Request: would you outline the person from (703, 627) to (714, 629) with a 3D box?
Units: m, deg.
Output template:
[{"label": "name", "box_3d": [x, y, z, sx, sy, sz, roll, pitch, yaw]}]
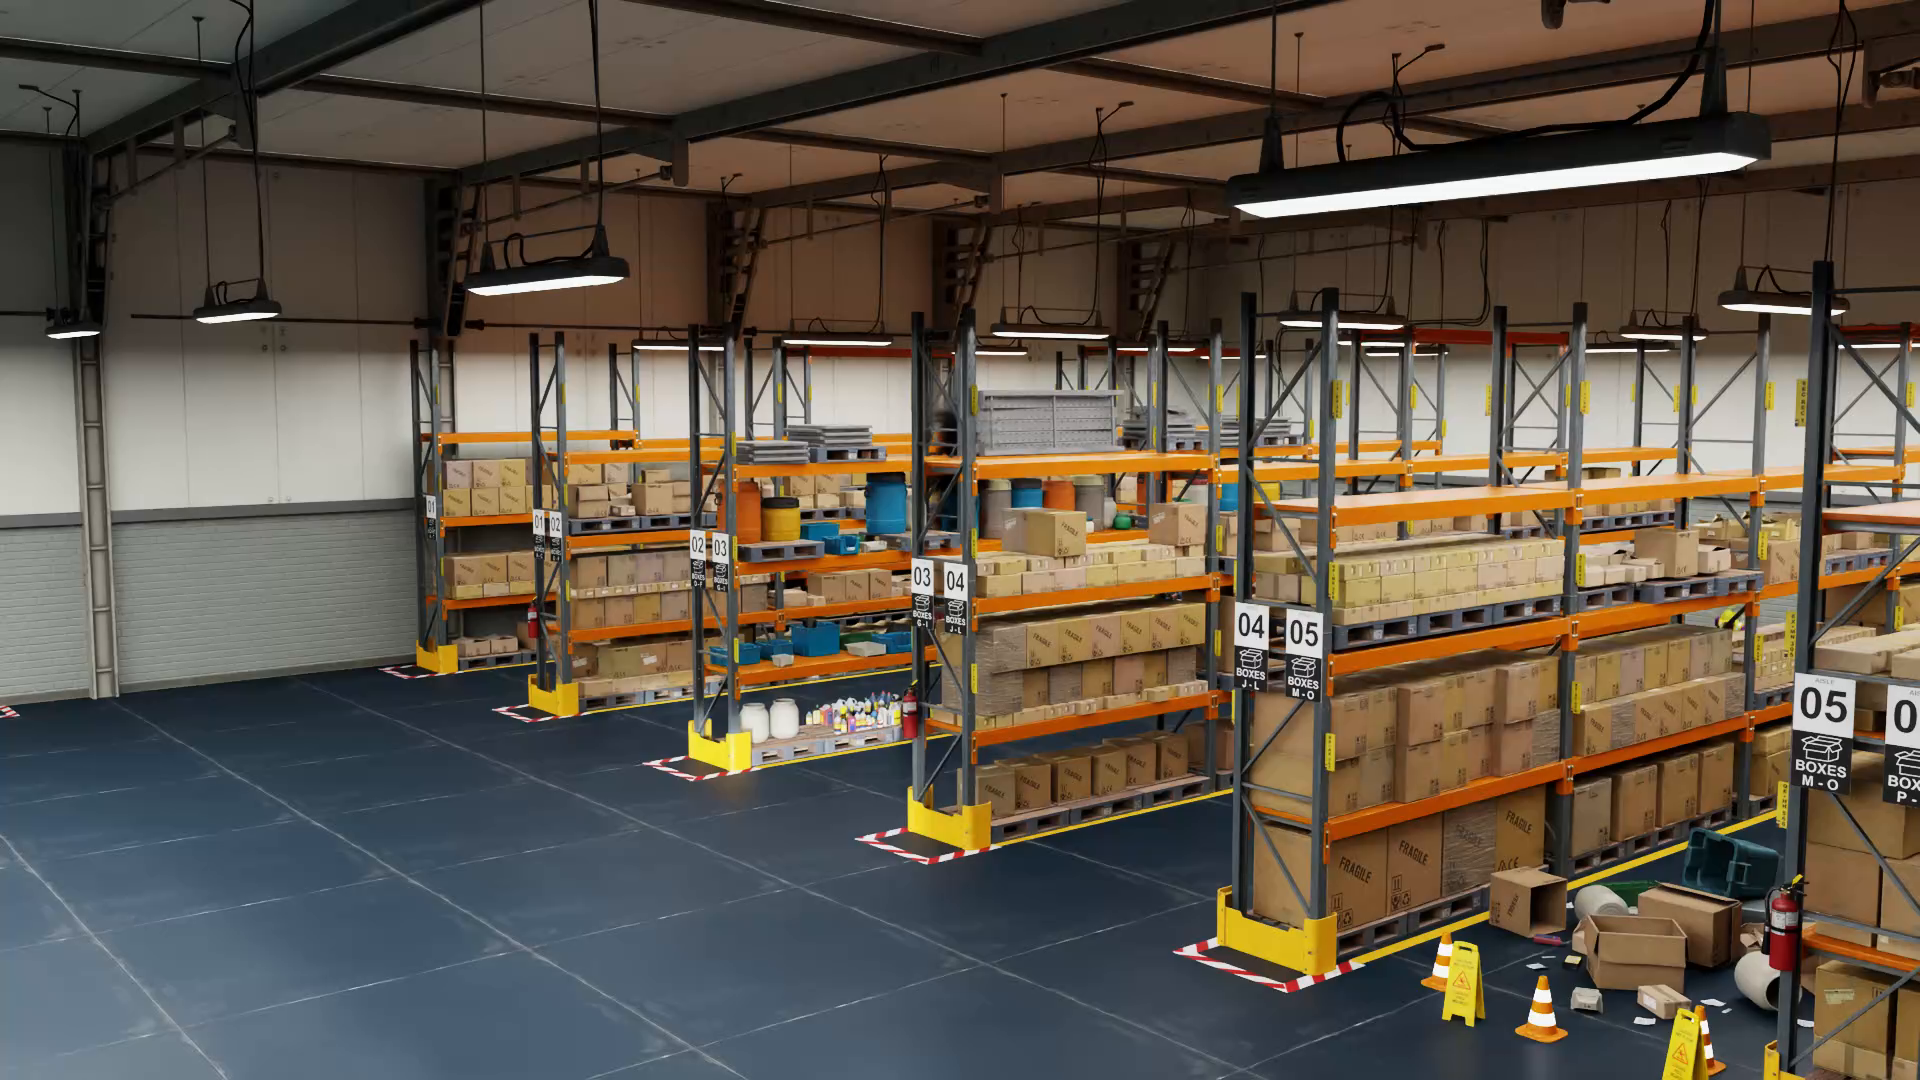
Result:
[{"label": "person", "box_3d": [-4.579, 1.517, 30.242, 0.653, 1.733, 0.715, 5, 7, 42]}]

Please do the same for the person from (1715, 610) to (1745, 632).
[{"label": "person", "box_3d": [12.857, 1.863, 27.742, 0.974, 1.475, 0.760, -3, 6, -31]}]
